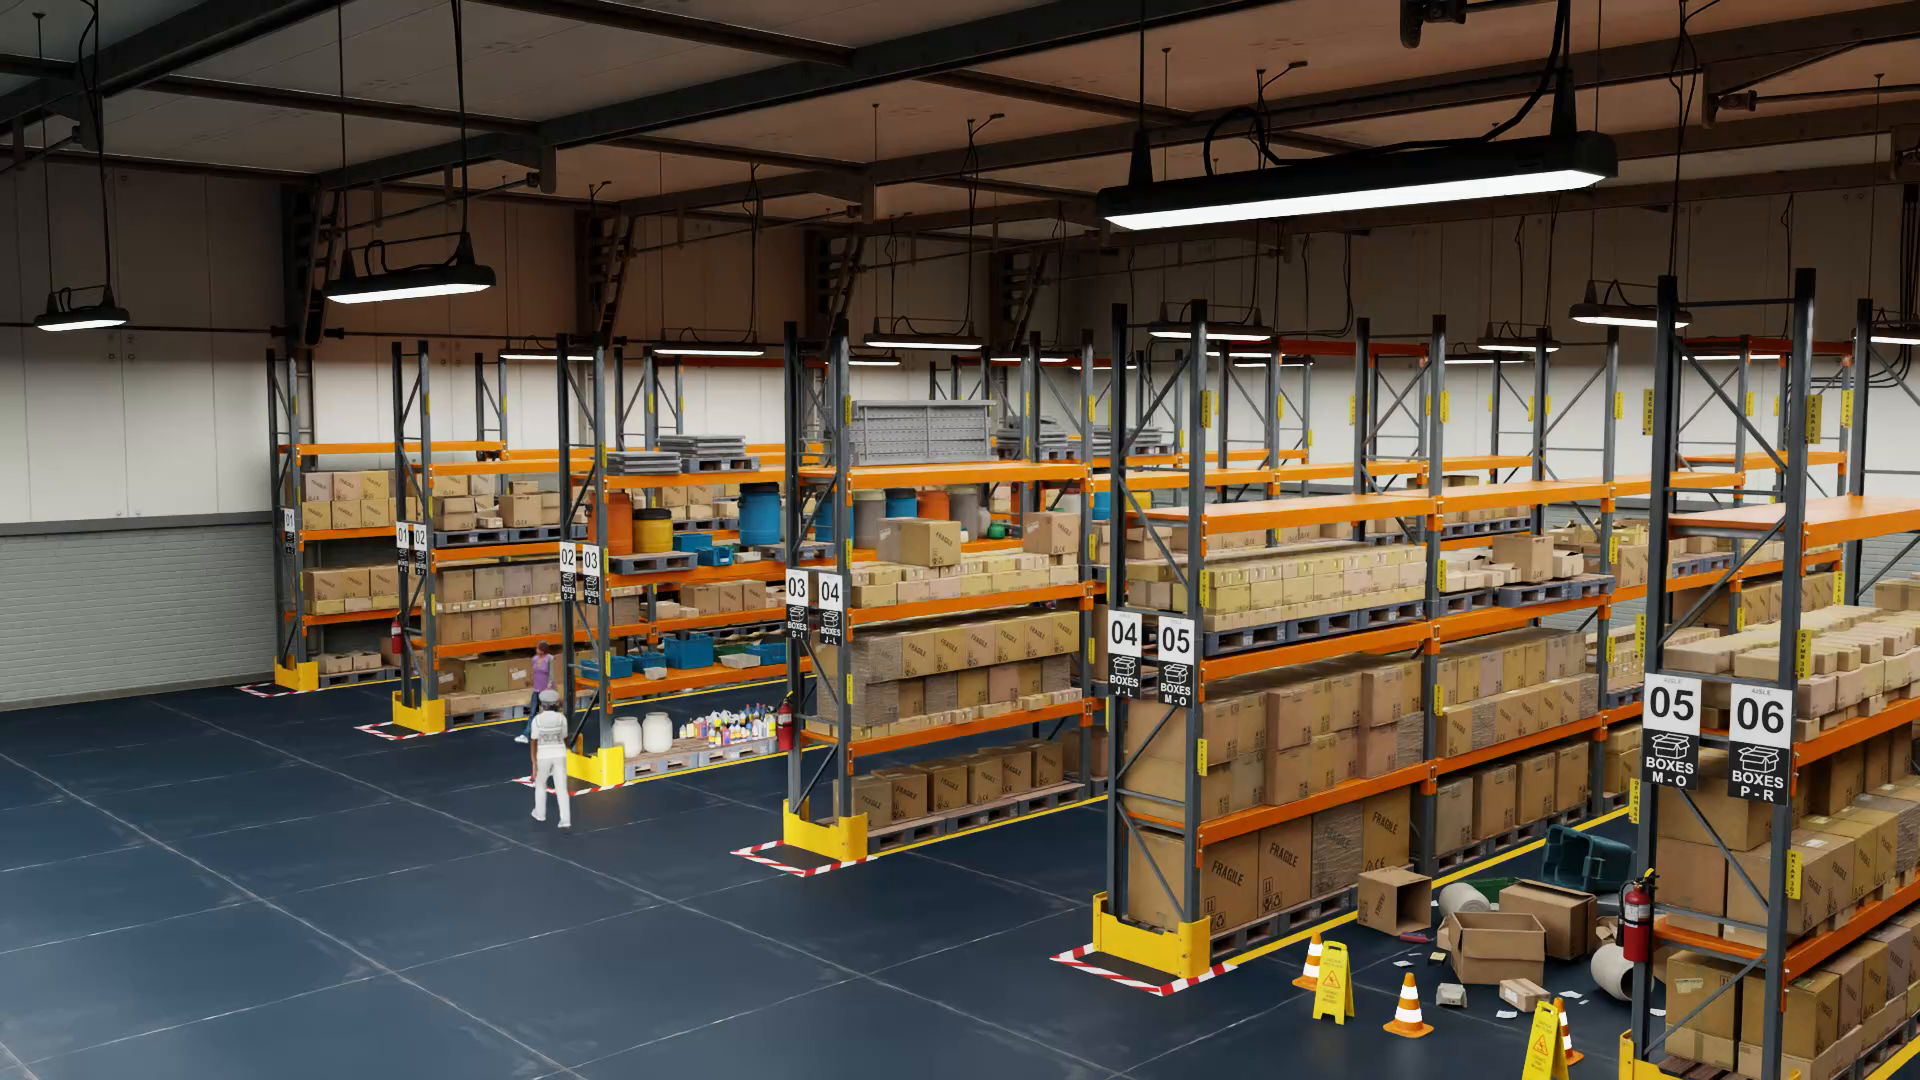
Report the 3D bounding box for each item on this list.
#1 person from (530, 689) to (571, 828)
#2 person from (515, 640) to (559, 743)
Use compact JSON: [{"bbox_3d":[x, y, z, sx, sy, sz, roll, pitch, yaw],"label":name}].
[{"bbox_3d":[-4.918,2.614,19.937,0.460,1.631,1.041,-2,5,-26],"label":"person"},{"bbox_3d":[-6.207,2.241,24.667,0.430,1.533,1.020,1,5,12],"label":"person"}]
